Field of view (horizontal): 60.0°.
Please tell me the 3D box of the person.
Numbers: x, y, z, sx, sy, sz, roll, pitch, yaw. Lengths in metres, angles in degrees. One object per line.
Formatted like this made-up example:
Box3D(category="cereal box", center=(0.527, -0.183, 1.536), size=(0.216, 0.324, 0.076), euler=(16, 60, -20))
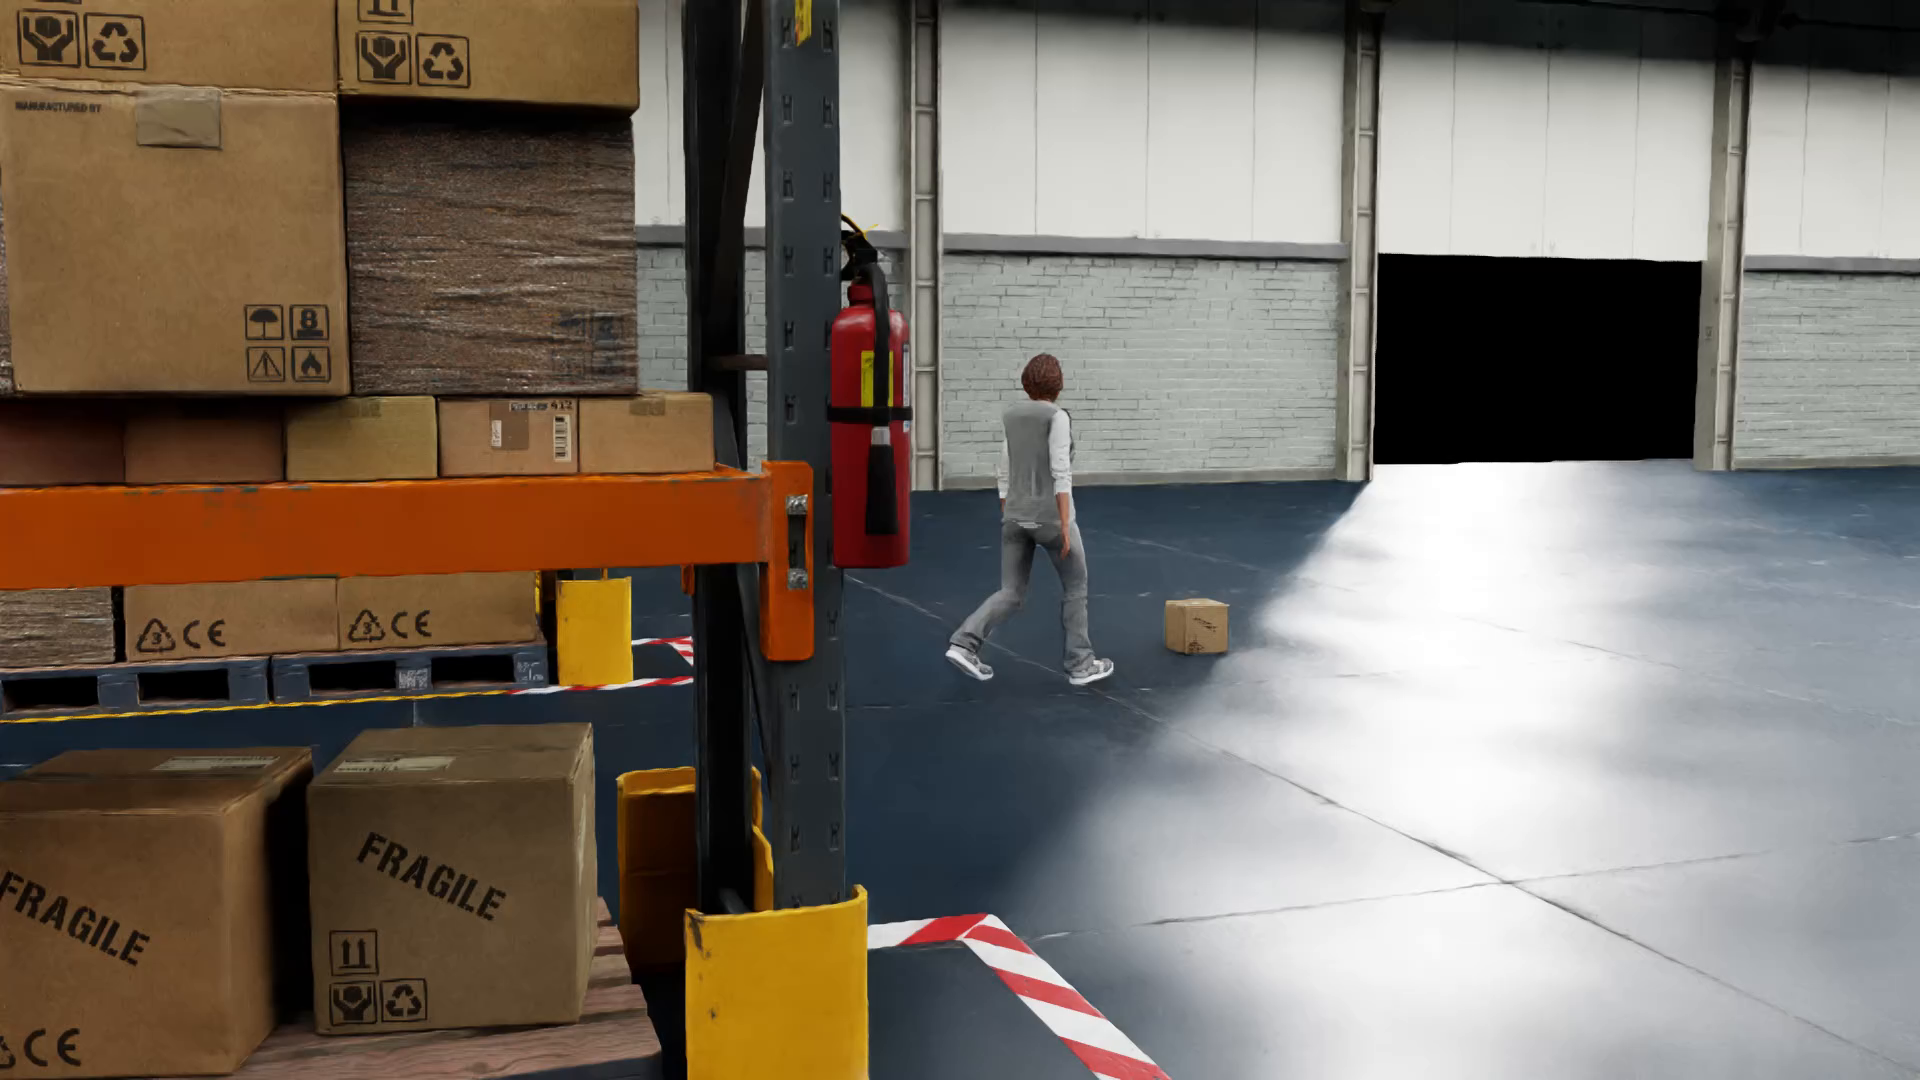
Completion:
Box3D(category="person", center=(0.342, -0.081, 7.649), size=(0.488, 1.547, 0.931), euler=(5, 8, 41))
